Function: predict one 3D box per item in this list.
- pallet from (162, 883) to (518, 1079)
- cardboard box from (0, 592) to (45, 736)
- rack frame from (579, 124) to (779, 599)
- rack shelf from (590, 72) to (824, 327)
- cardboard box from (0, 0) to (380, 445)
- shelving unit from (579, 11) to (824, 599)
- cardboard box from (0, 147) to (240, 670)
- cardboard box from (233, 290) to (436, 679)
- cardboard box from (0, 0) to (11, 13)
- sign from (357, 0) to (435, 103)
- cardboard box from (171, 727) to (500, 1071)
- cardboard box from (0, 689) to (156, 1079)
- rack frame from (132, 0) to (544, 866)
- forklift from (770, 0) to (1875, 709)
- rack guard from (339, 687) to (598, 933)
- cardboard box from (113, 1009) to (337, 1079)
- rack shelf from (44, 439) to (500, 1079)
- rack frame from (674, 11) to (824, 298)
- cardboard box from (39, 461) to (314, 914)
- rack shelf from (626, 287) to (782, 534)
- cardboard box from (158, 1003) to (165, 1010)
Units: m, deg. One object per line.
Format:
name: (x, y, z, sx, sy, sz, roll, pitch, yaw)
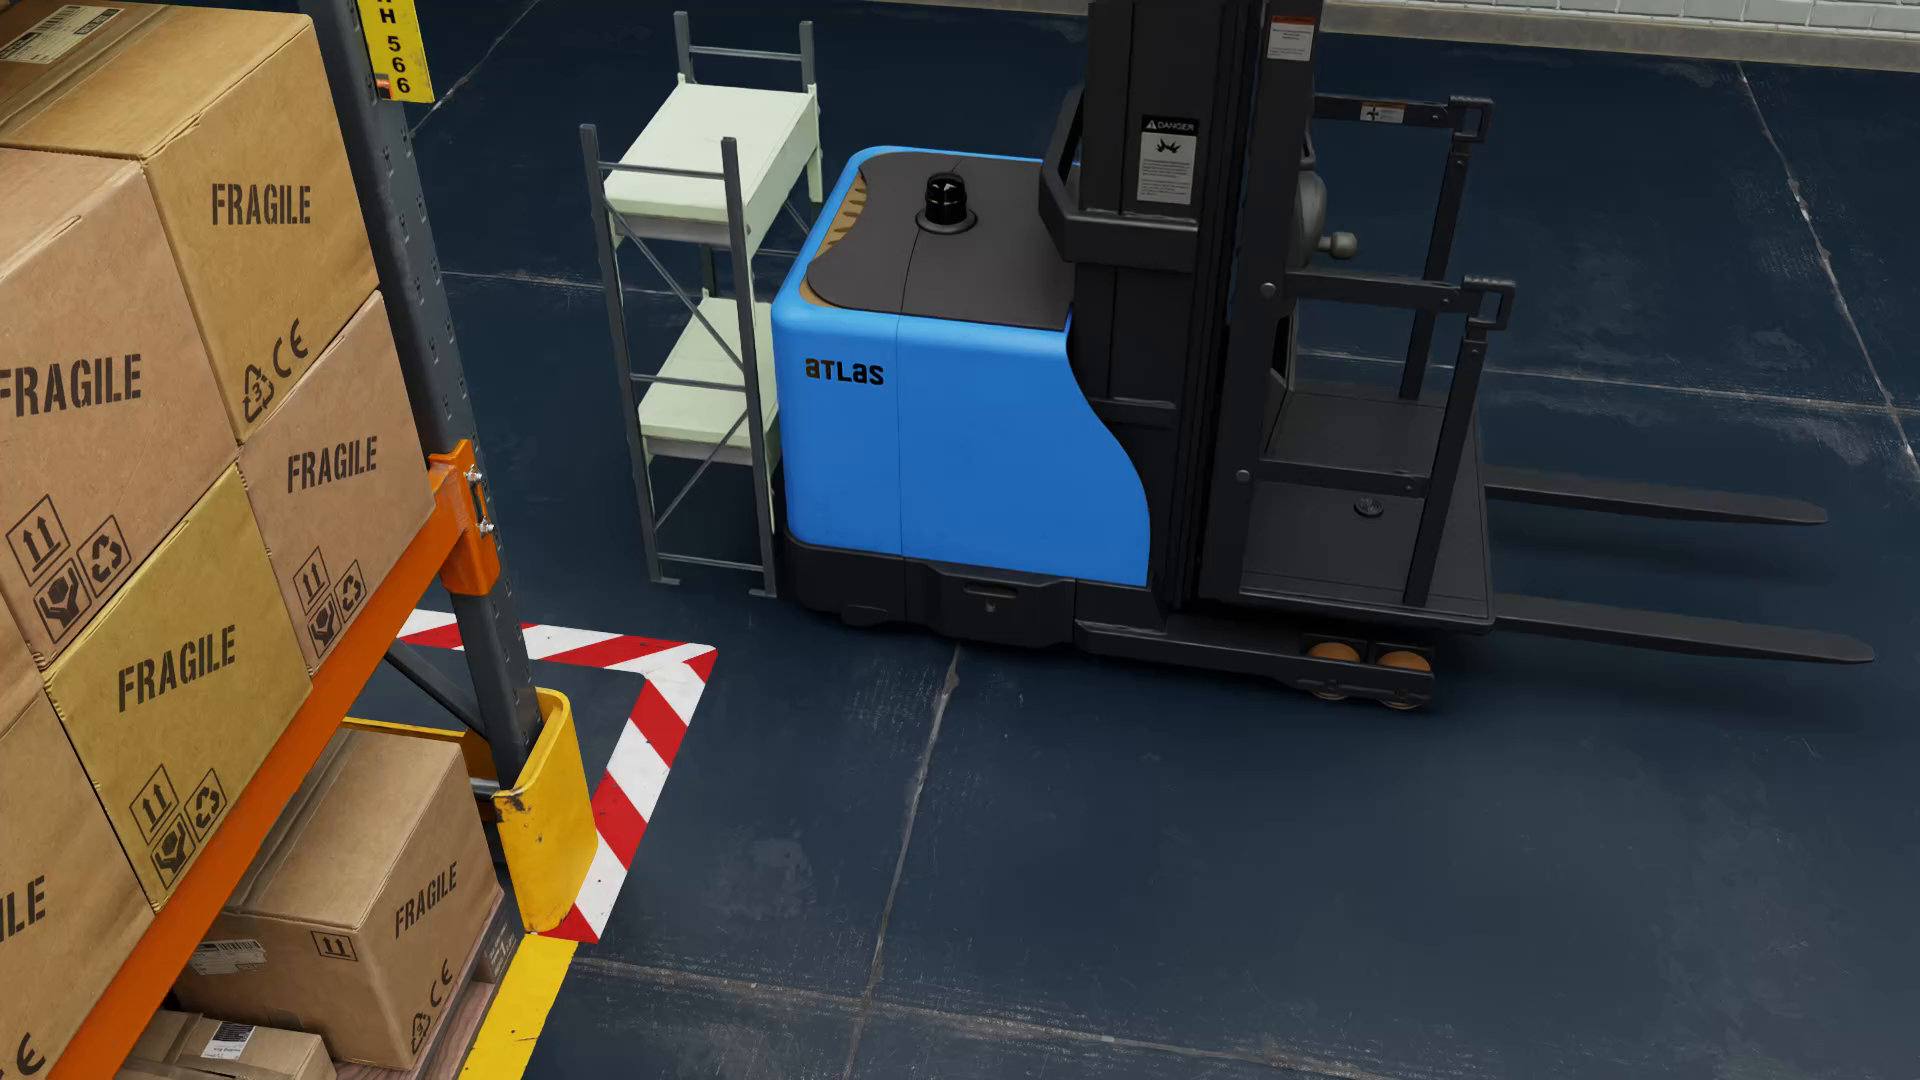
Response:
pallet: (-1.667, 1.218, 3.612, 1.003, 0.211, 1.213, 6, 40, 8)
cardboard box: (-1.494, 0.124, 1.883, 0.500, 0.500, 0.500, 7, 40, 9)
rack frame: (-0.749, -0.431, 4.594, 0.400, 1.500, 0.023, 7, 40, 8)
rack shelf: (-0.680, -0.961, 4.622, 0.431, 0.370, 0.720, 7, 40, 8)
cardboard box: (-1.323, -0.519, 2.661, 0.500, 0.500, 0.500, 6, 40, 7)
shelving unit: (-0.680, -0.660, 4.871, 0.431, 1.500, 0.755, 7, 40, 8)
cardboard box: (-1.409, -0.202, 2.278, 0.500, 0.500, 0.500, 7, 40, 9)
cardboard box: (-1.326, -0.133, 2.978, 0.500, 0.500, 0.500, 8, 40, 9)
cardboard box: (-1.853, -0.580, 2.734, 0.500, 0.500, 0.500, 8, 40, 9)
sign: (-0.973, -0.900, 2.827, 0.100, 0.325, 0.005, 6, 40, 8)
cardboard box: (-1.368, 0.757, 3.597, 0.500, 0.500, 0.500, 6, 40, 8)
cardboard box: (-1.504, 0.506, 2.206, 0.500, 0.500, 0.500, 7, 40, 8)
rack frame: (-1.517, -0.405, 3.386, 1.000, 3.000, 0.127, 6, 40, 8)
forklift: (1.057, -1.024, 4.189, 3.031, 2.935, 1.130, 7, 40, 8)
rack guard: (-1.530, 0.606, 4.125, 1.175, 0.500, 0.348, 6, 40, 8)
cardboard box: (-1.527, 1.130, 3.408, 0.380, 0.166, 0.250, 6, 40, 8)
rack shelf: (-1.863, 1.127, 2.097, 1.077, 0.370, 4.000, 6, 40, 8)
rack frame: (-0.610, -0.889, 5.148, 0.400, 1.500, 0.023, 7, 40, 8)
cardboard box: (-1.412, 0.193, 2.584, 0.500, 0.500, 0.500, 7, 40, 8)
rack shelf: (-0.679, -0.409, 5.079, 0.431, 0.370, 0.720, 7, 40, 8)
cardboard box: (-1.977, 1.109, 3.368, 0.500, 0.250, 0.500, 6, 40, 8)
